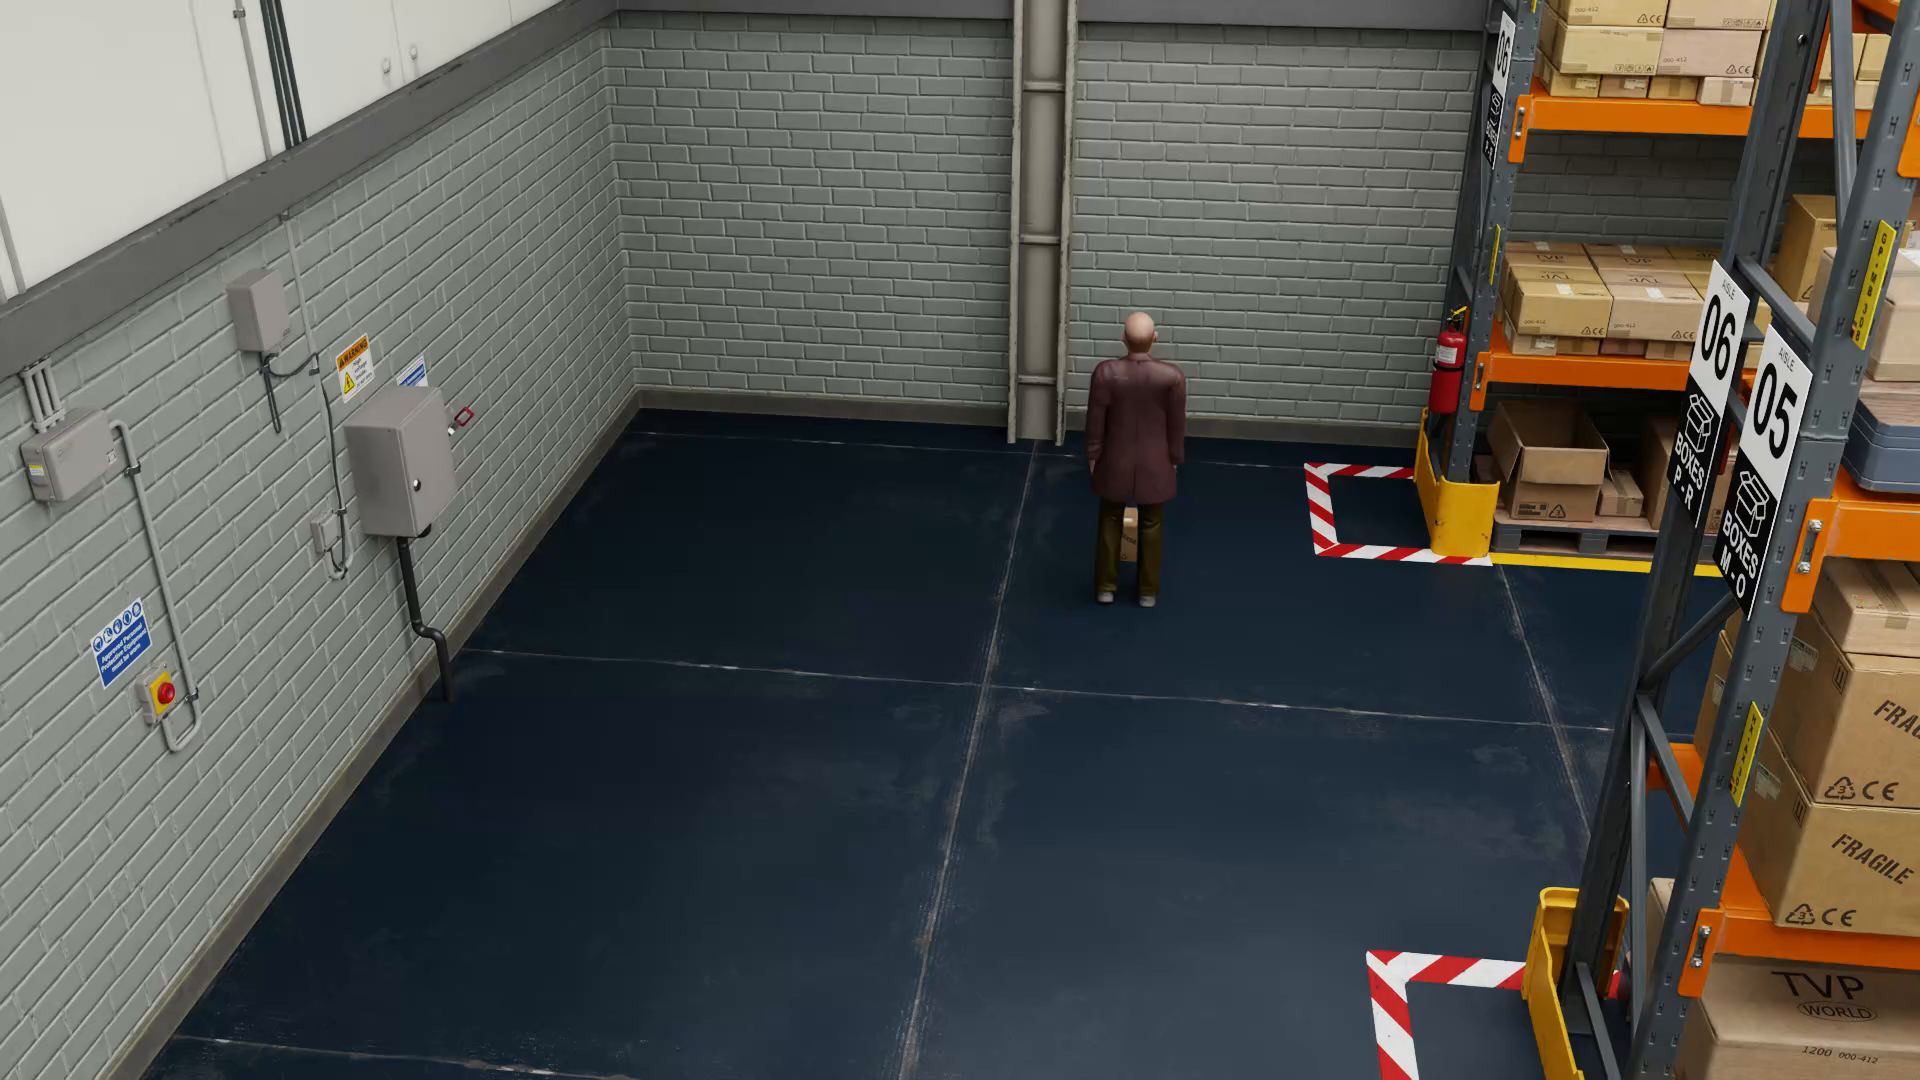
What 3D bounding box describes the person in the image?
[{"bbox_3d":[0.994,-0.457,9.528,0.571,1.807,0.381,4,28,7],"label":"person"}]
